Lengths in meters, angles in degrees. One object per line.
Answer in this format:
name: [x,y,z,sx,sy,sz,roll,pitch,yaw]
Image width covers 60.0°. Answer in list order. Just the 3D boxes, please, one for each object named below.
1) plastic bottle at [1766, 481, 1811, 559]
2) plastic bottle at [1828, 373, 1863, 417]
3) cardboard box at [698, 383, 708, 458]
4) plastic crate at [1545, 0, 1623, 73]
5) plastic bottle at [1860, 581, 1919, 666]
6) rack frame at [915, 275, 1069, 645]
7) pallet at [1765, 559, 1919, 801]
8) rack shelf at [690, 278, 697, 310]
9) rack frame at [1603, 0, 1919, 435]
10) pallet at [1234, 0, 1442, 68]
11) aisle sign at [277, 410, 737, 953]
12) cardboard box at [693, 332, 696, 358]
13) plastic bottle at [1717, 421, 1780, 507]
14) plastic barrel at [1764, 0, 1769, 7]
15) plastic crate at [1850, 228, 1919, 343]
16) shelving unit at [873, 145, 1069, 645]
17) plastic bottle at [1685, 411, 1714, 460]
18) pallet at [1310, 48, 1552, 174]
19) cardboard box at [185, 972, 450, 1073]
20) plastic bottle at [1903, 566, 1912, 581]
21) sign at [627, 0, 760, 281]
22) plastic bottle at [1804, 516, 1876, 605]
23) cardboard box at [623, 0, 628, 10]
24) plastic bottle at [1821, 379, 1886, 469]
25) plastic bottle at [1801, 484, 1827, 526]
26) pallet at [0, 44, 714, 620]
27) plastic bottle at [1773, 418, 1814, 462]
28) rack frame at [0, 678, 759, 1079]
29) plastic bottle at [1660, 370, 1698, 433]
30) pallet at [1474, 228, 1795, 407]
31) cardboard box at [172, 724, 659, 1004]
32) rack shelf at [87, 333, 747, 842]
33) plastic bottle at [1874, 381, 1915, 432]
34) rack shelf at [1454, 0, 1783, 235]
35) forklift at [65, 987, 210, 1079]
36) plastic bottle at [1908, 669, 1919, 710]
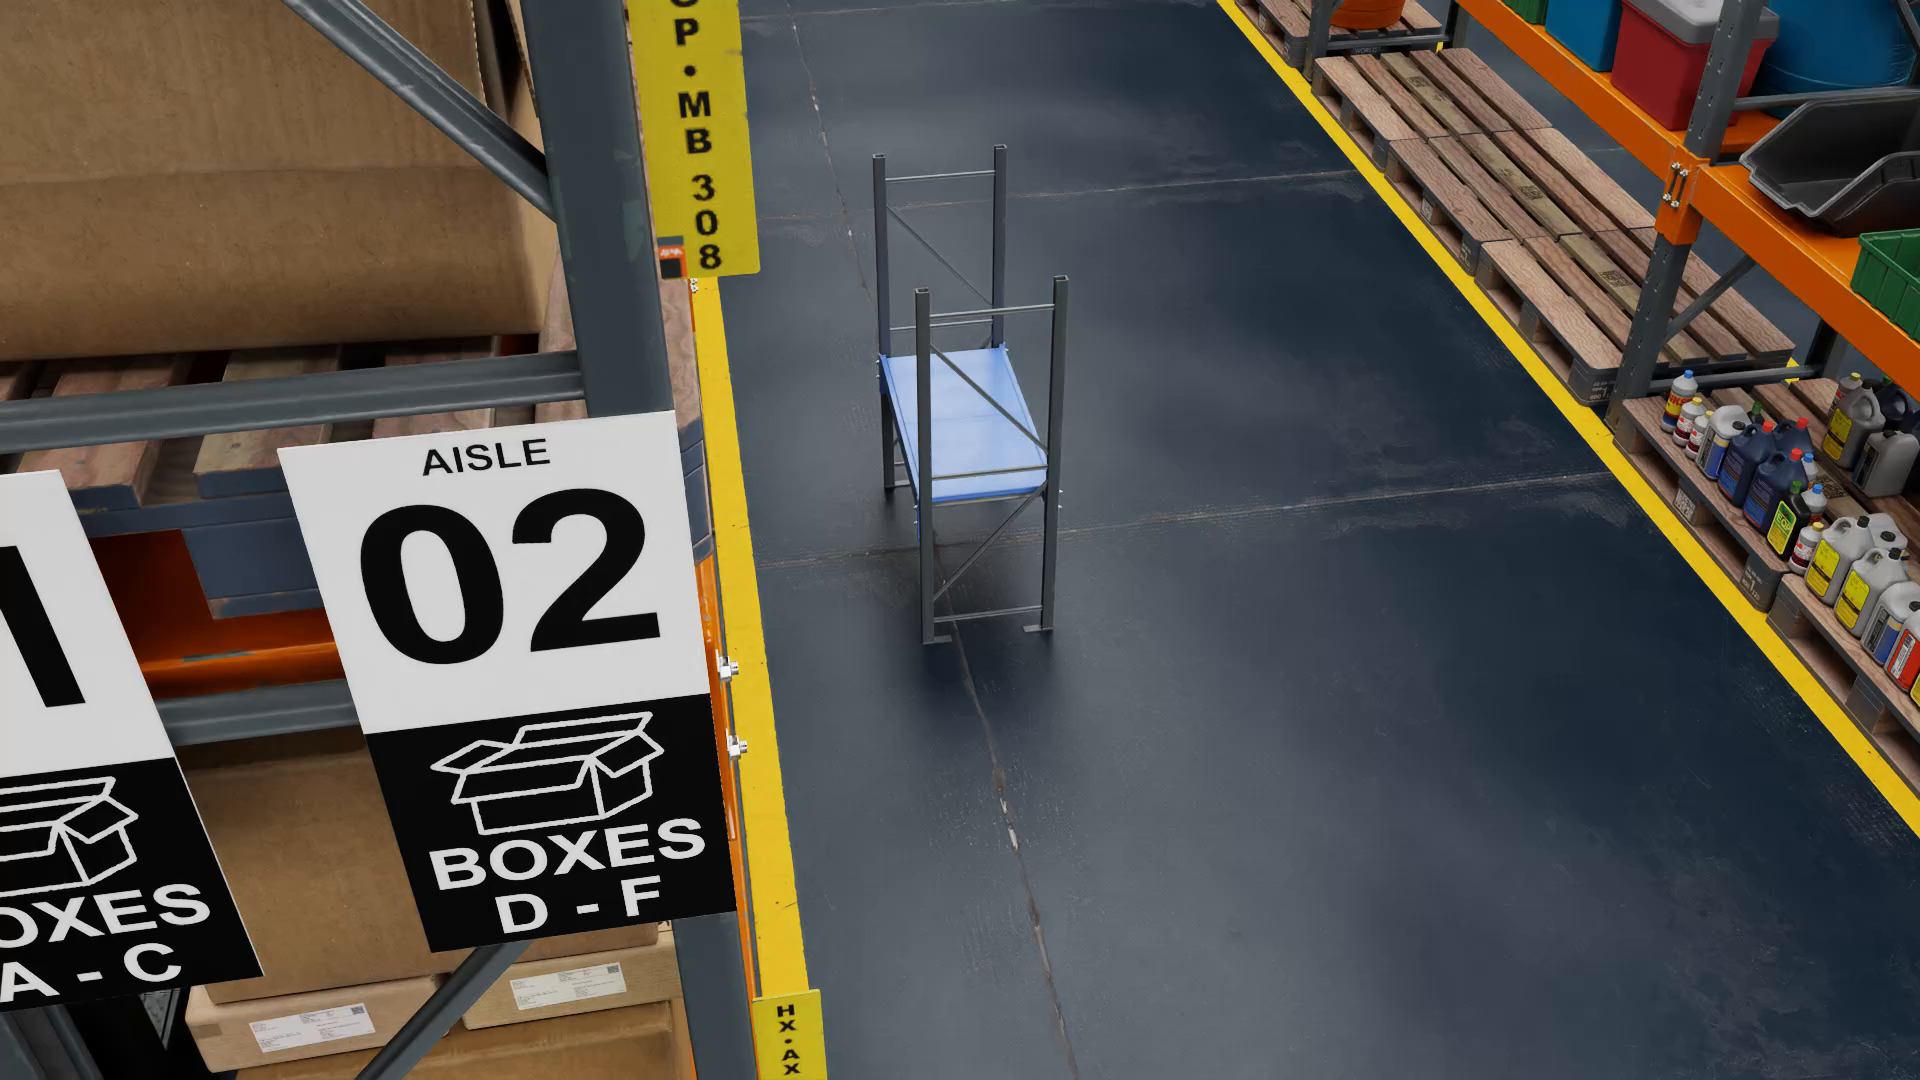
plastic bottle: [3.129,-0.078,6.261,0.061,0.283,0.133,-5,38,-6]
plastic bottle: [3.745,-0.610,7.013,0.097,0.201,0.097,0,38,0]
cardboard box: [-1.329,-0.547,6.908,0.500,0.250,0.500,-7,38,-9]
plastic crate: [2.875,-2.354,7.348,0.392,0.384,0.575,-6,38,-8]
plastic bottle: [3.281,0.290,5.794,0.152,0.276,0.135,-7,38,-9]
rack frame: [0.104,-0.234,5.828,0.500,1.500,0.032,-6,38,-8]
pallet: [3.669,0.523,5.905,1.003,0.211,1.213,-6,38,-8]
rack shelf: [-1.853,-2.121,7.621,1.077,0.370,4.000,-6,38,-8]
rack frame: [3.375,-1.727,6.528,1.000,3.000,0.127,-6,38,-8]
pallet: [2.494,-3.514,11.101,1.003,0.211,1.213,-6,38,-8]
aisle sign: [-0.488,0.199,1.929,0.394,0.787,0.004,-6,38,-8]
cardboard box: [-1.330,-0.775,6.744,0.500,0.311,0.500,-6,38,-8]
plastic bottle: [3.108,-0.323,6.521,0.144,0.351,0.185,-5,38,-7]
plastic barrel: [3.423,-2.382,7.261,0.433,0.535,0.433,0,38,0]
plastic crate: [3.335,-0.793,5.499,0.450,0.188,0.662,-6,38,-8]
shelving unit: [0.015,-0.541,6.224,0.538,1.500,1.048,-6,38,-8]
plastic bottle: [3.035,-0.433,6.785,0.097,0.201,0.097,0,38,0]
pallet: [2.771,-2.570,9.886,1.003,0.211,1.213,-6,38,-8]
cardboard box: [-1.056,0.713,2.777,0.380,0.149,0.250,-7,38,-9]
plastic bottle: [3.359,0.180,5.996,0.097,0.201,0.097,0,38,0]
sign: [-0.254,-0.398,1.595,0.100,0.325,0.005,-6,38,-8]
plastic bottle: [3.216,0.048,6.044,0.144,0.351,0.185,-7,38,-8]
cardboard box: [-0.823,-1.258,2.942,0.500,0.500,0.500,-6,38,-8]
plastic bottle: [3.630,-0.481,6.725,0.144,0.351,0.185,-6,38,-8]
plastic bottle: [3.204,-0.093,6.289,0.097,0.271,0.097,0,38,0]
pallet: [-0.900,-0.360,2.396,1.003,0.211,1.213,-6,38,-8]
plastic bottle: [3.250,-0.338,6.541,0.144,0.351,0.185,-6,38,-8]
rack frame: [-0.801,1.219,2.736,1.000,3.000,0.127,-6,38,-8]
plastic bottle: [2.999,-0.584,6.922,0.097,0.271,0.097,0,38,0]
pallet: [3.199,-1.096,7.989,1.003,0.211,1.213,-6,38,-8]
cardboard box: [-0.880,0.352,2.713,0.700,0.500,0.500,-6,38,-8]
rack shelf: [-1.152,-0.889,3.591,1.077,0.370,4.000,-6,38,-8]
plastic bottle: [3.772,-0.497,6.745,0.144,0.351,0.185,-7,38,-9]
rack shelf: [3.024,-2.651,8.304,1.077,0.370,4.000,-6,38,-8]
forklift: [-2.676,0.425,3.814,1.130,2.935,3.031,-7,38,-8]
plastic bottle: [3.284,0.457,5.572,0.061,0.283,0.133,-5,38,-7]
